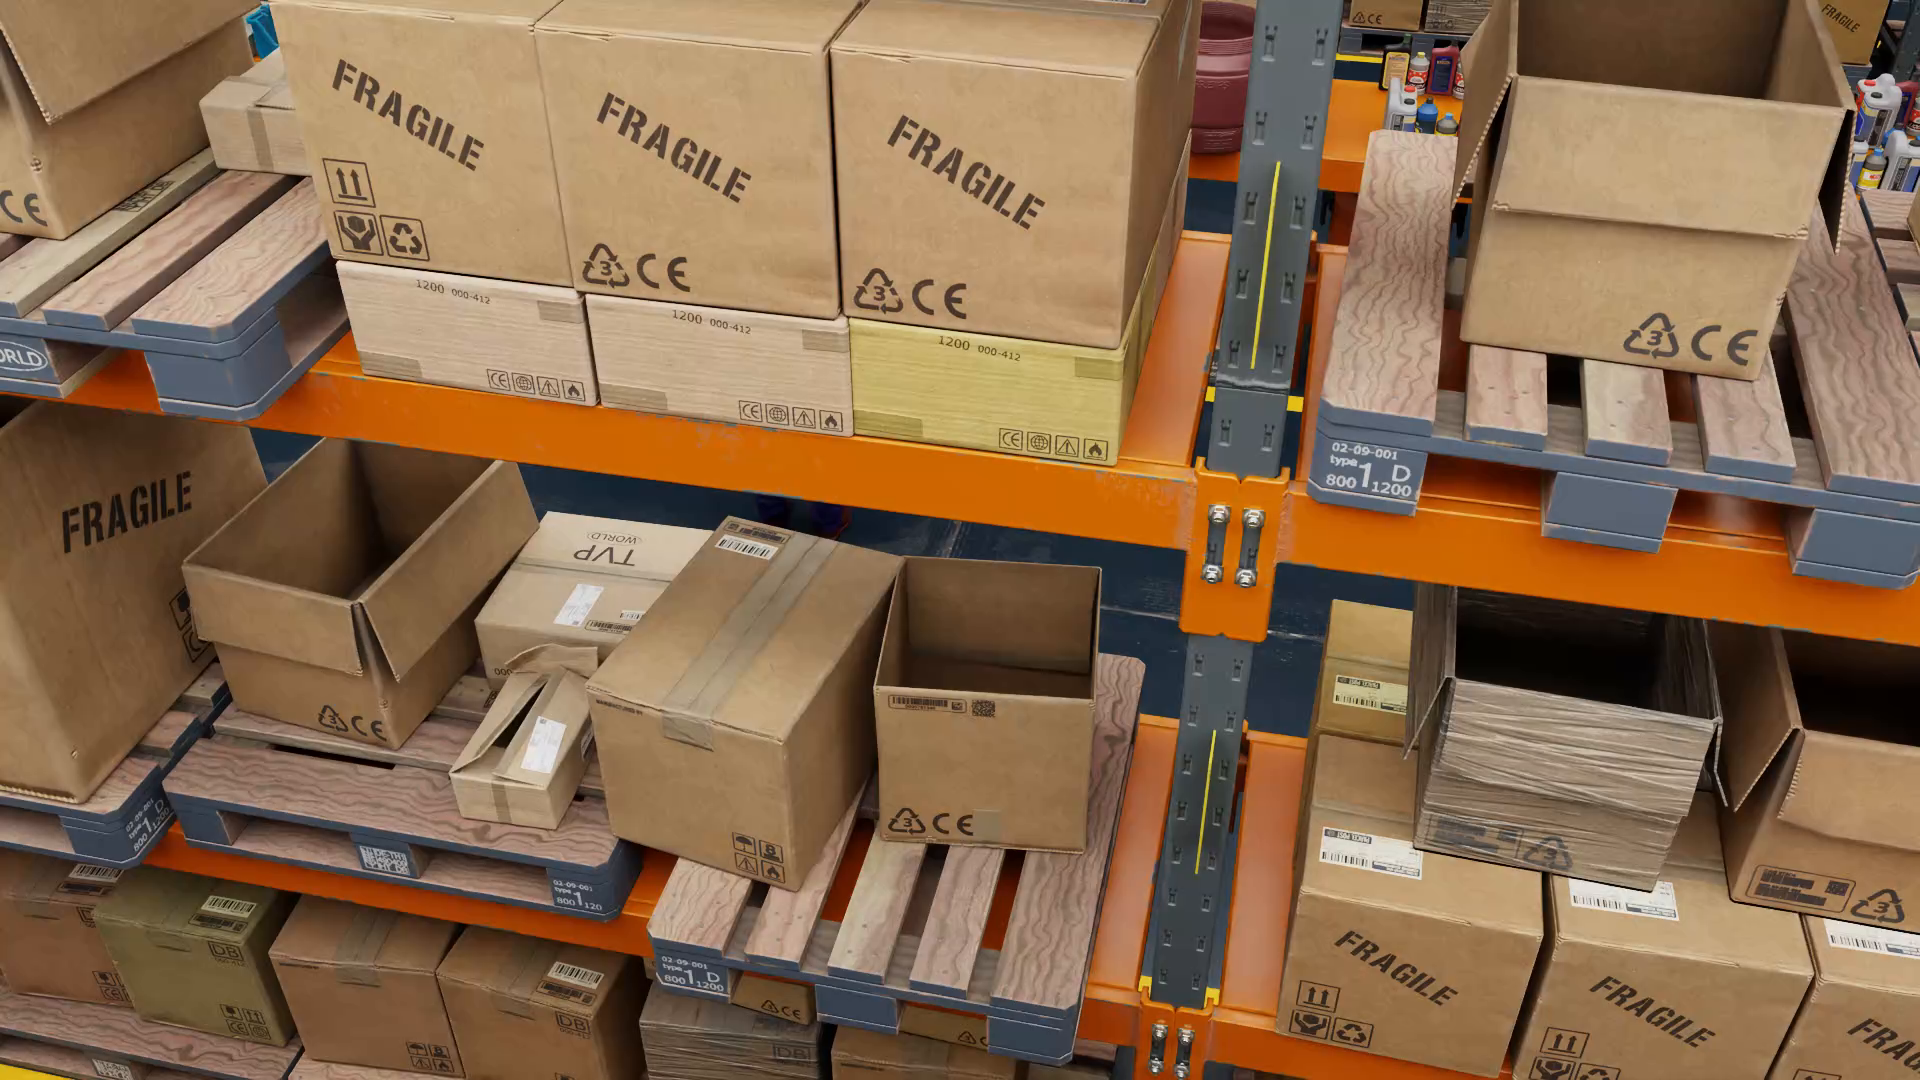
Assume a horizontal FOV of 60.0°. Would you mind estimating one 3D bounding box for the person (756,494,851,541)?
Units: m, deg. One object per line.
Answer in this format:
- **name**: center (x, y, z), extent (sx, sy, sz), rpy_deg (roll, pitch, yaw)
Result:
- **person**: center (-0.746, -0.695, 7.163), extent (0.507, 1.574, 0.445), rpy_deg (8, 38, 11)
